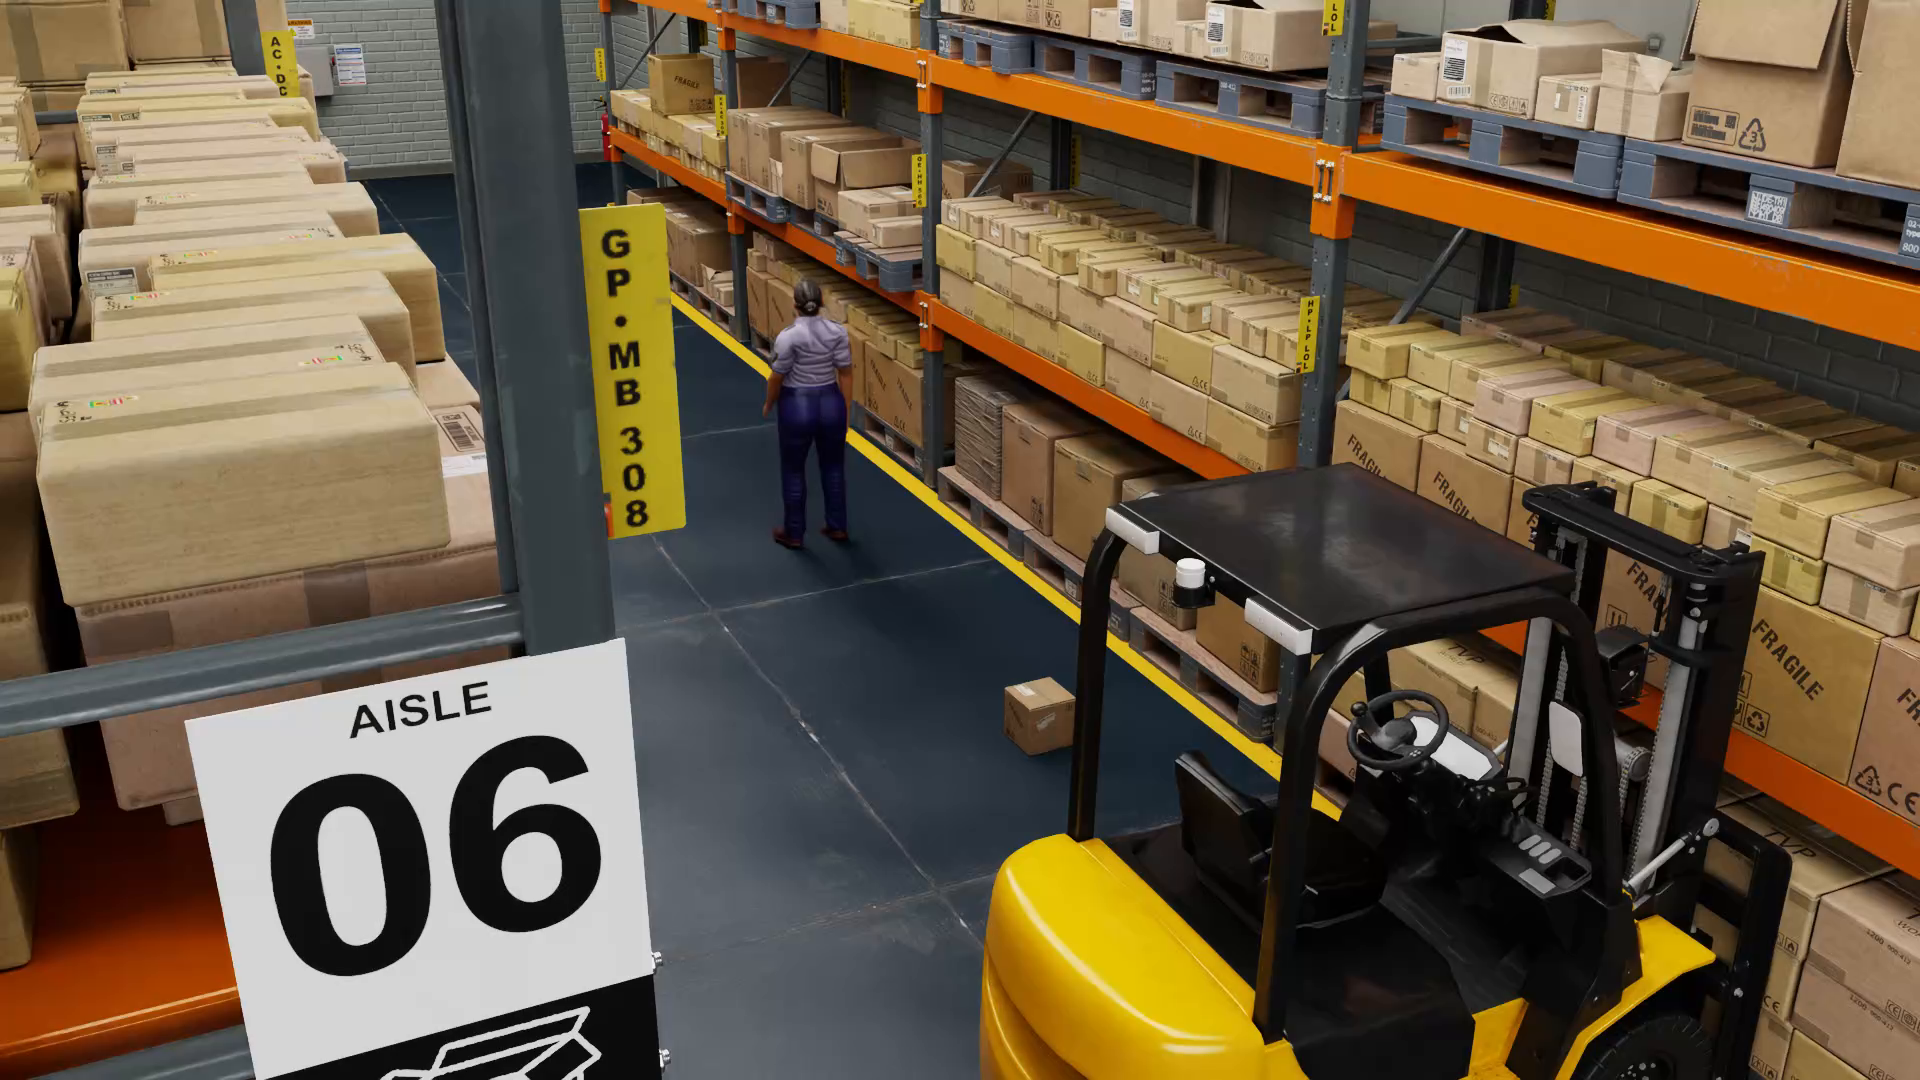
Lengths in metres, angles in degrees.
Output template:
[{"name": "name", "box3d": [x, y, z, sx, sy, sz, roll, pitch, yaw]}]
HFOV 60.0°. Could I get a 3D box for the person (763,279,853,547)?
[{"name": "person", "box3d": [-0.908, -0.746, 9.909, 0.493, 1.672, 0.437, -11, 25, -26]}]
